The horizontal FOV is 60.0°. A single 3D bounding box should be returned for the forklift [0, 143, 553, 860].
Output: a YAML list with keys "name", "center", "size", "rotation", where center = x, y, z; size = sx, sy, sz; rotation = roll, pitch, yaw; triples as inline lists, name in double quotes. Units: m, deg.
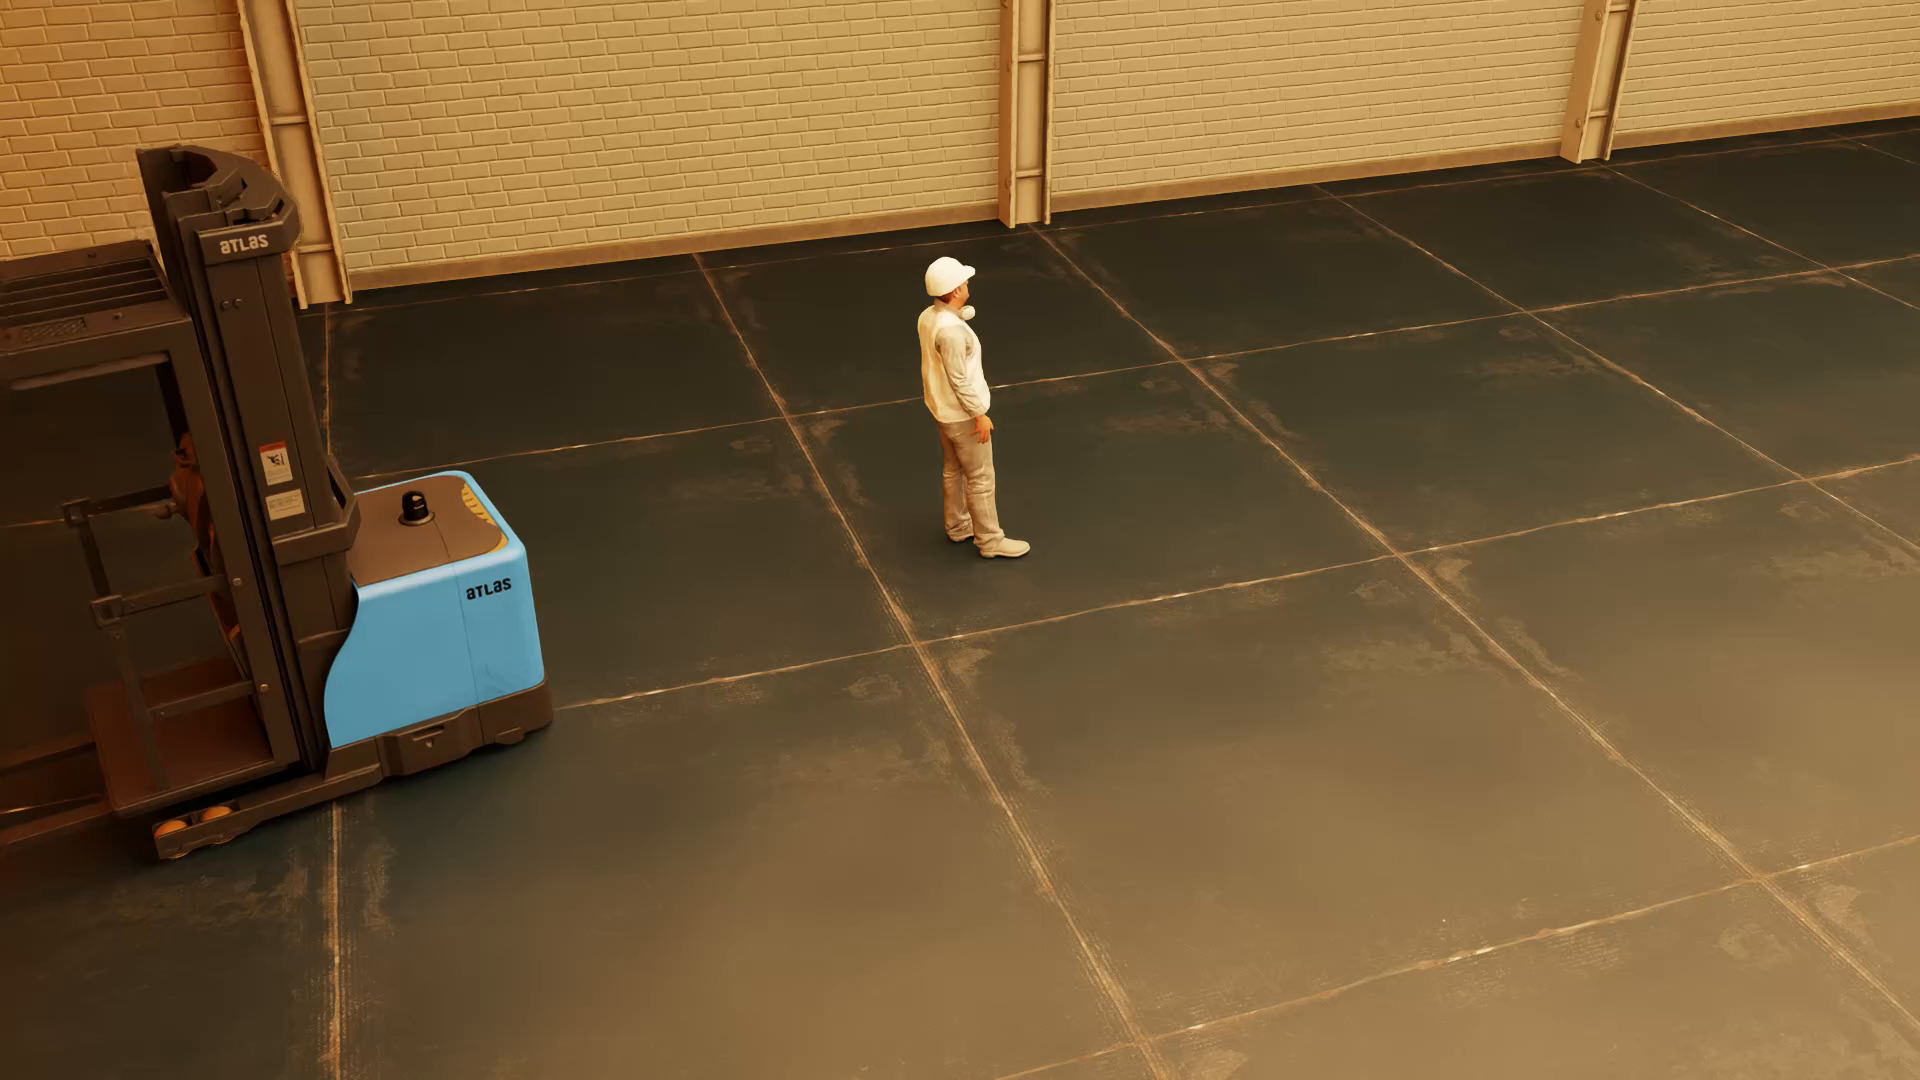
- name: "forklift"
  center: [-3.568, -0.132, 7.316]
  size: [3.031, 2.935, 1.130]
  rotation: [-17, 34, -27]

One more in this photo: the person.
- name: "person"
  center: [0.061, -0.781, 9.590]
  size: [0.568, 1.773, 0.632]
  rotation: [-10, 31, -16]
